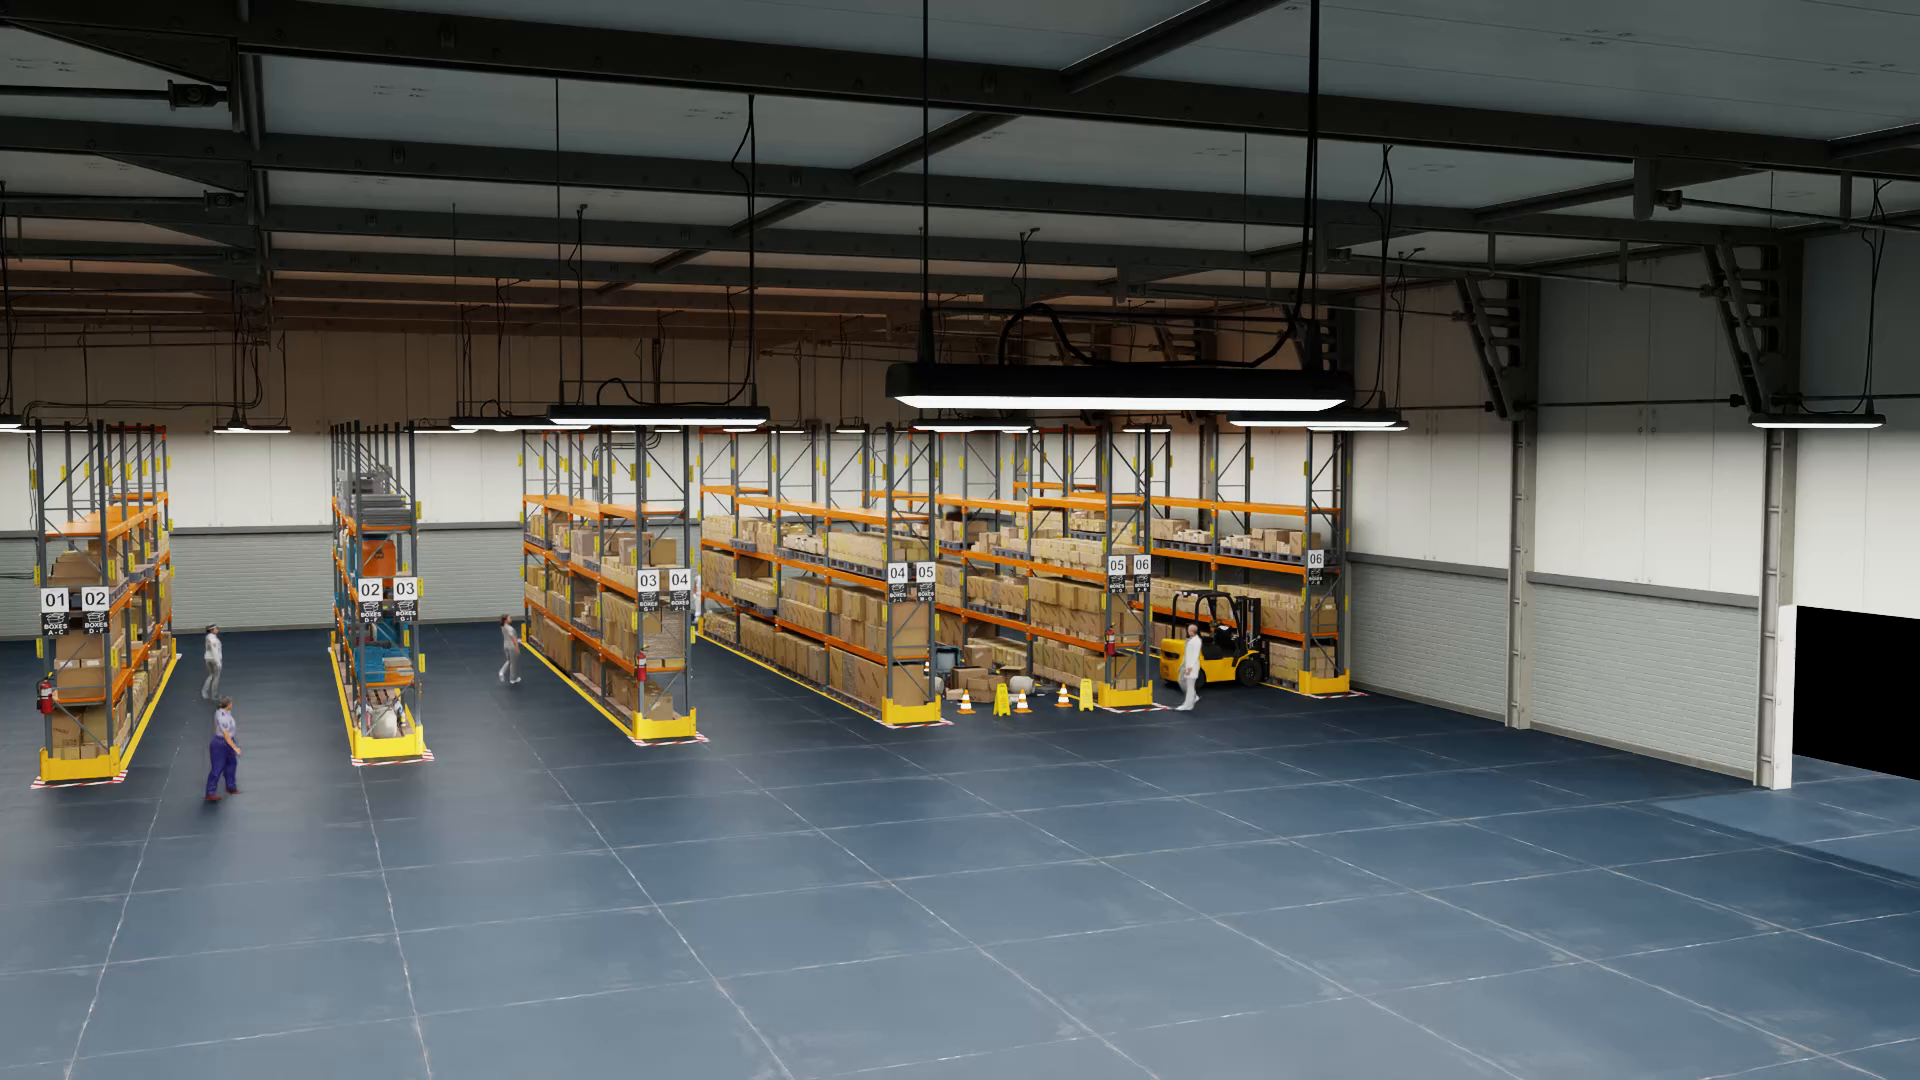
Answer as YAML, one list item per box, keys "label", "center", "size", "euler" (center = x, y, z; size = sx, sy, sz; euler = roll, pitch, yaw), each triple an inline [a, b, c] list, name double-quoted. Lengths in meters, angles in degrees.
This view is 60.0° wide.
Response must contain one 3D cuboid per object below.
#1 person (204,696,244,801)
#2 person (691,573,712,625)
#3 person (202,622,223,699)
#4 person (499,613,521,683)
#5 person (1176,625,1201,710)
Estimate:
- label: "person"
  center: [-11.651, 3.284, 26.324]
  size: [0.571, 1.671, 0.634]
  euler: [-1, 4, -17]
- label: "person"
  center: [-7.816, 1.683, 50.551]
  size: [0.684, 1.738, 1.067]
  euler: [1, 4, 12]
- label: "person"
  center: [-16.205, 2.616, 36.032]
  size: [0.471, 1.682, 0.478]
  euler: [1, 4, 19]
- label: "person"
  center: [-10.344, 2.497, 38.387]
  size: [0.497, 1.646, 0.605]
  euler: [3, 4, 37]
- label: "person"
  center: [4.787, 2.660, 34.827]
  size: [0.617, 1.785, 0.645]
  euler: [-1, 4, -20]
